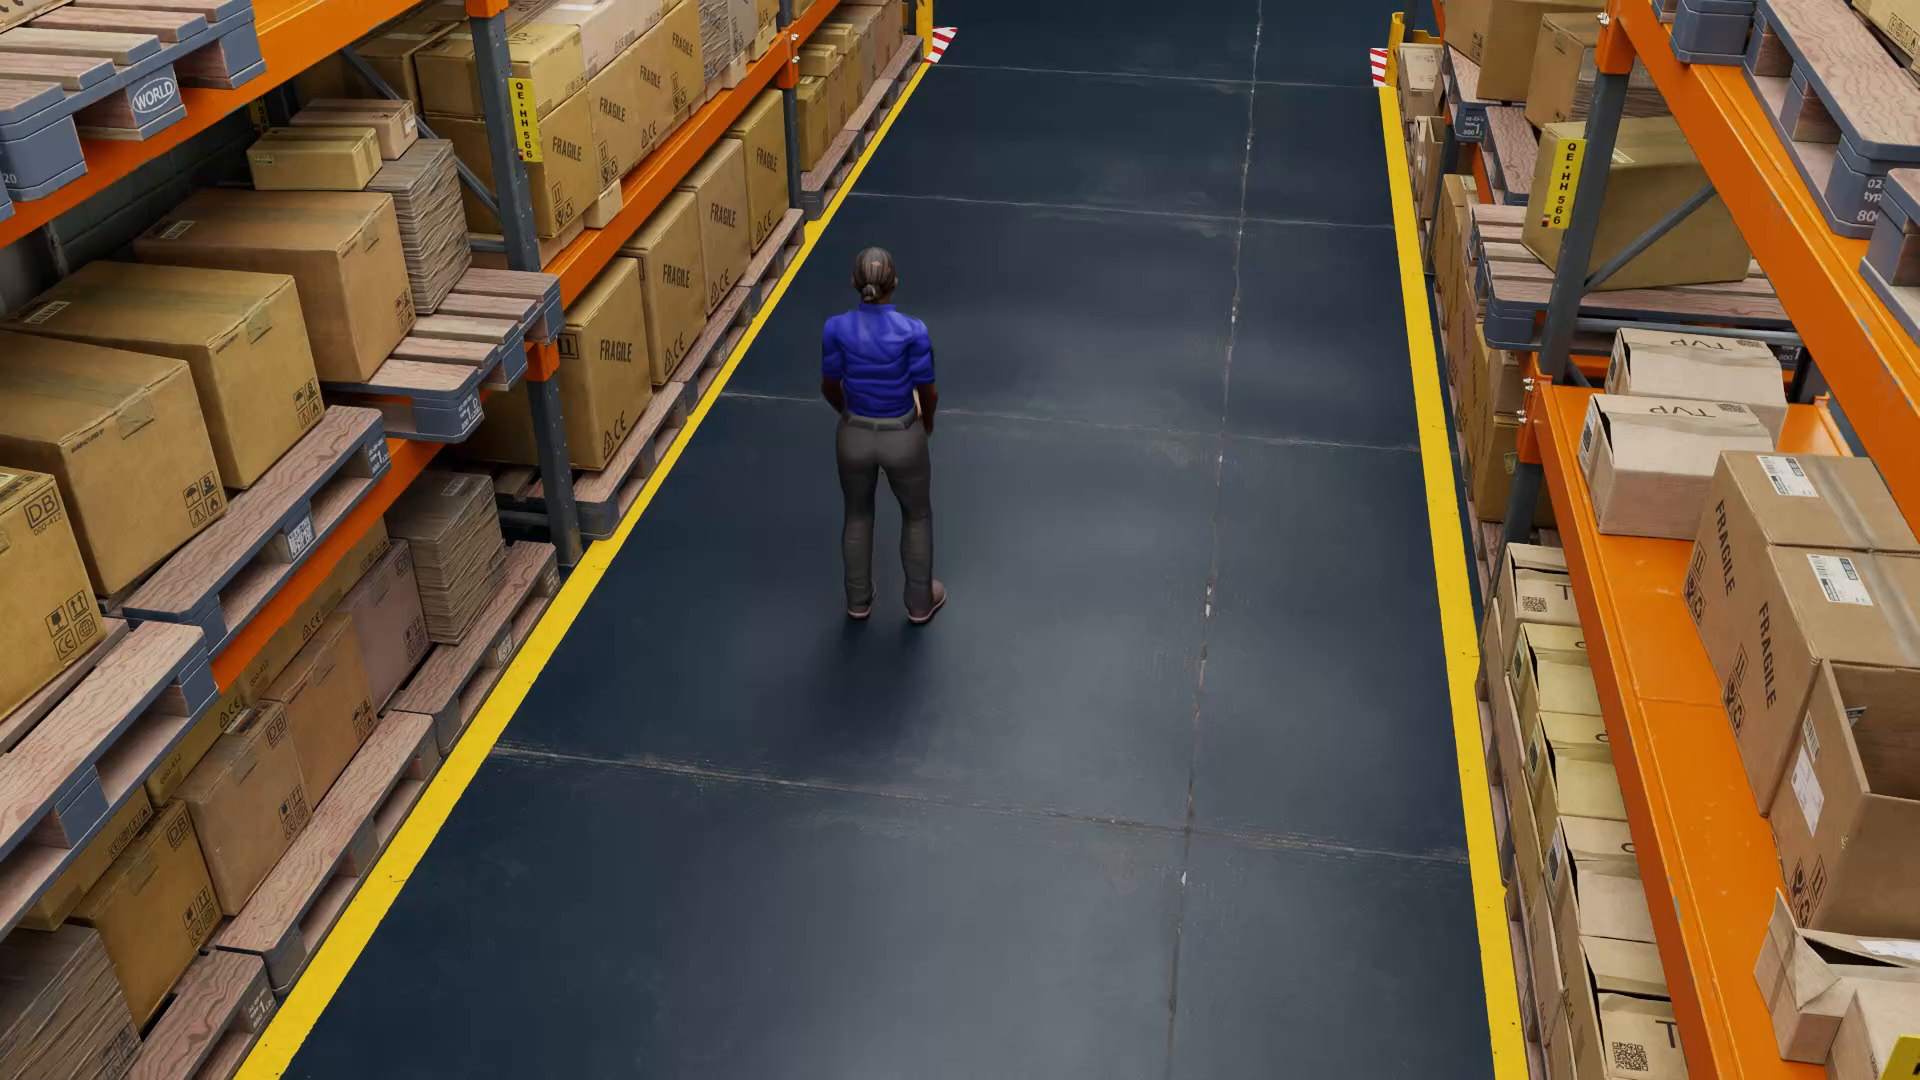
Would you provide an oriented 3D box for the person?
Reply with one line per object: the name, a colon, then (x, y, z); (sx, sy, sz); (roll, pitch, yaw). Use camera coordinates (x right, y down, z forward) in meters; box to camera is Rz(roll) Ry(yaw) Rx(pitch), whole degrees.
person: (-0.311, -0.418, 6.789); (0.484, 1.662, 0.378); (5, 33, 7)
